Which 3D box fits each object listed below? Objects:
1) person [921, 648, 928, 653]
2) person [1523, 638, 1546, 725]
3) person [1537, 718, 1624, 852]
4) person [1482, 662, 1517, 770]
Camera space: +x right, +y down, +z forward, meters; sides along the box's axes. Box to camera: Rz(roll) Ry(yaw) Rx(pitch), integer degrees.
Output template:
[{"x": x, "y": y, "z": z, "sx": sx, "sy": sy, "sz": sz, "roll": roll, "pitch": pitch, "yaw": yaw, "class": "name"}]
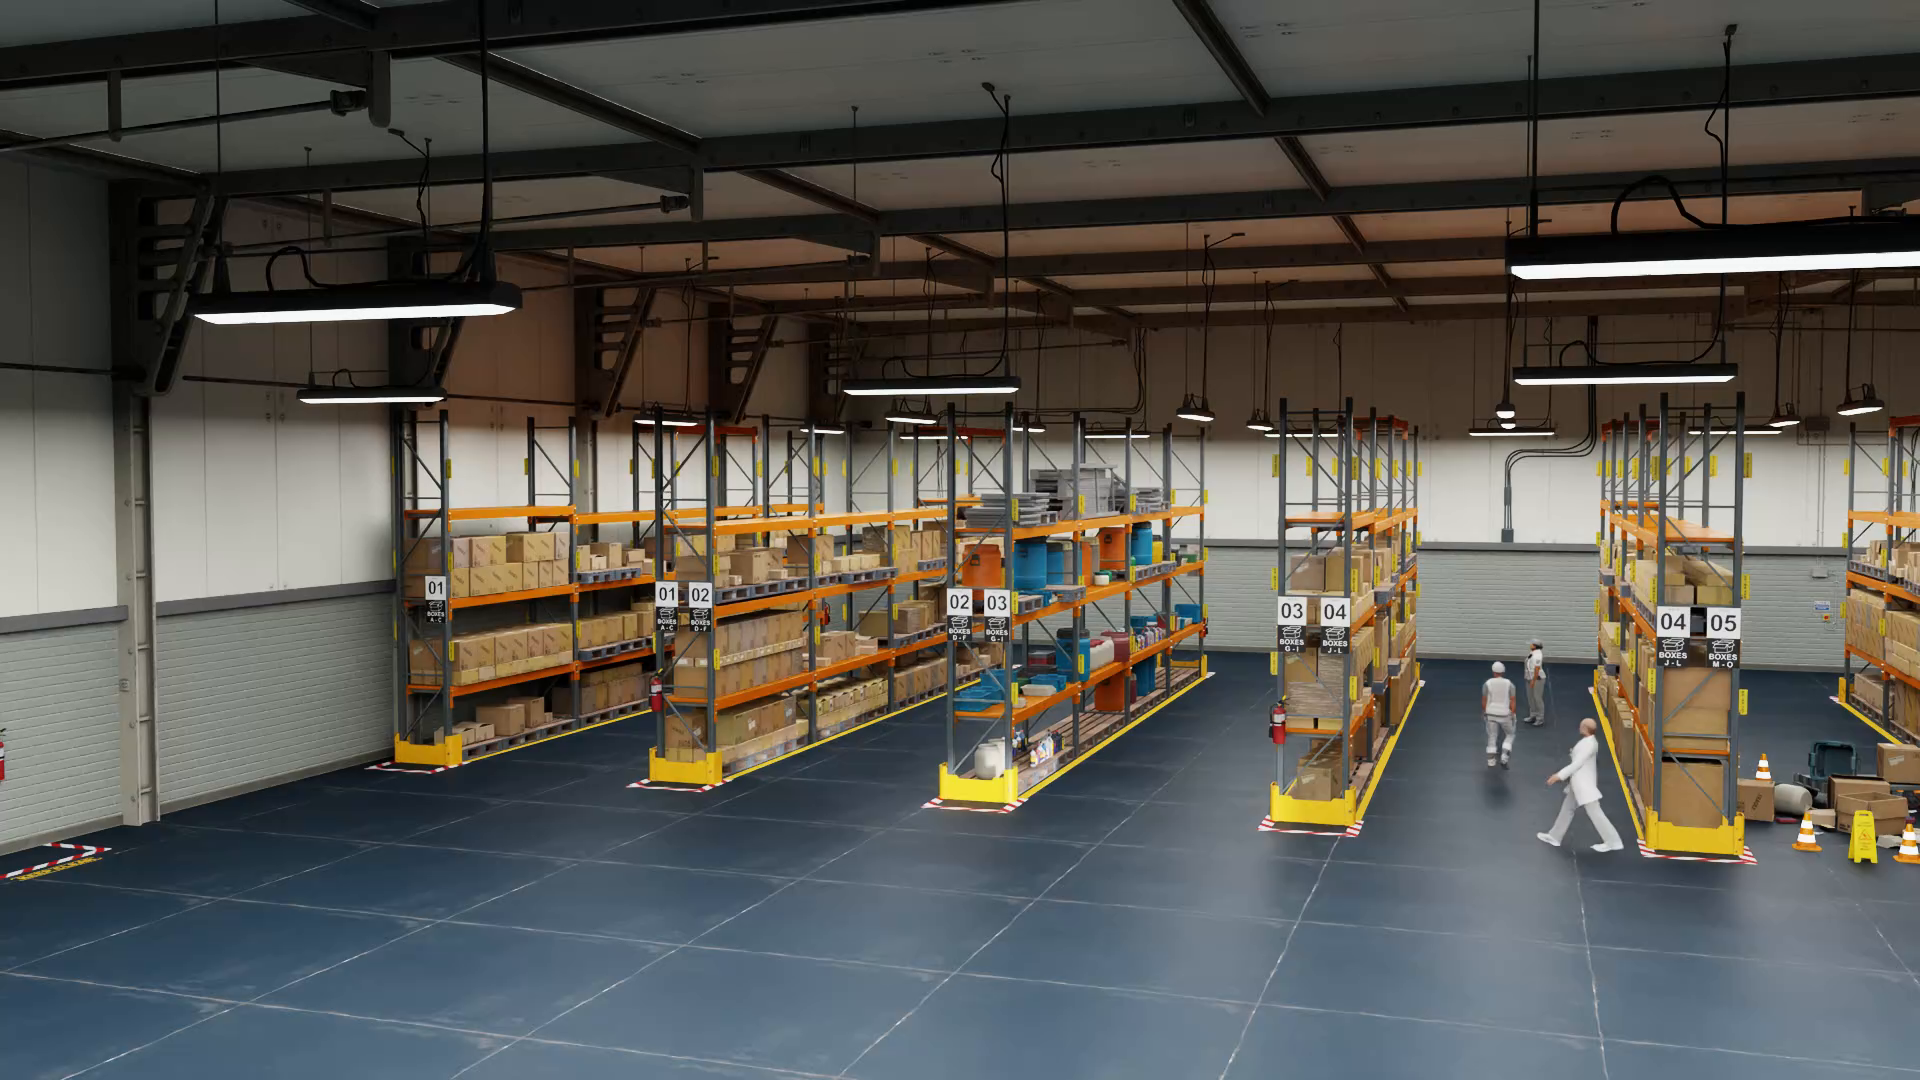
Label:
[{"x": -1.086, "y": 2.262, "z": 45.032, "sx": 0.487, "sy": 1.606, "sz": 0.646, "roll": -2, "pitch": 3, "yaw": -42, "class": "person"}, {"x": 11.276, "y": 2.784, "z": 32.720, "sx": 0.410, "sy": 1.690, "sz": 0.491, "roll": 0, "pitch": 2, "yaw": -7, "class": "person"}, {"x": 8.140, "y": 3.197, "z": 21.819, "sx": 1.134, "sy": 1.719, "sz": 0.683, "roll": 2, "pitch": 3, "yaw": 32, "class": "person"}, {"x": 8.955, "y": 2.930, "z": 27.597, "sx": 0.592, "sy": 1.832, "sz": 0.468, "roll": 2, "pitch": 3, "yaw": 45, "class": "person"}]
